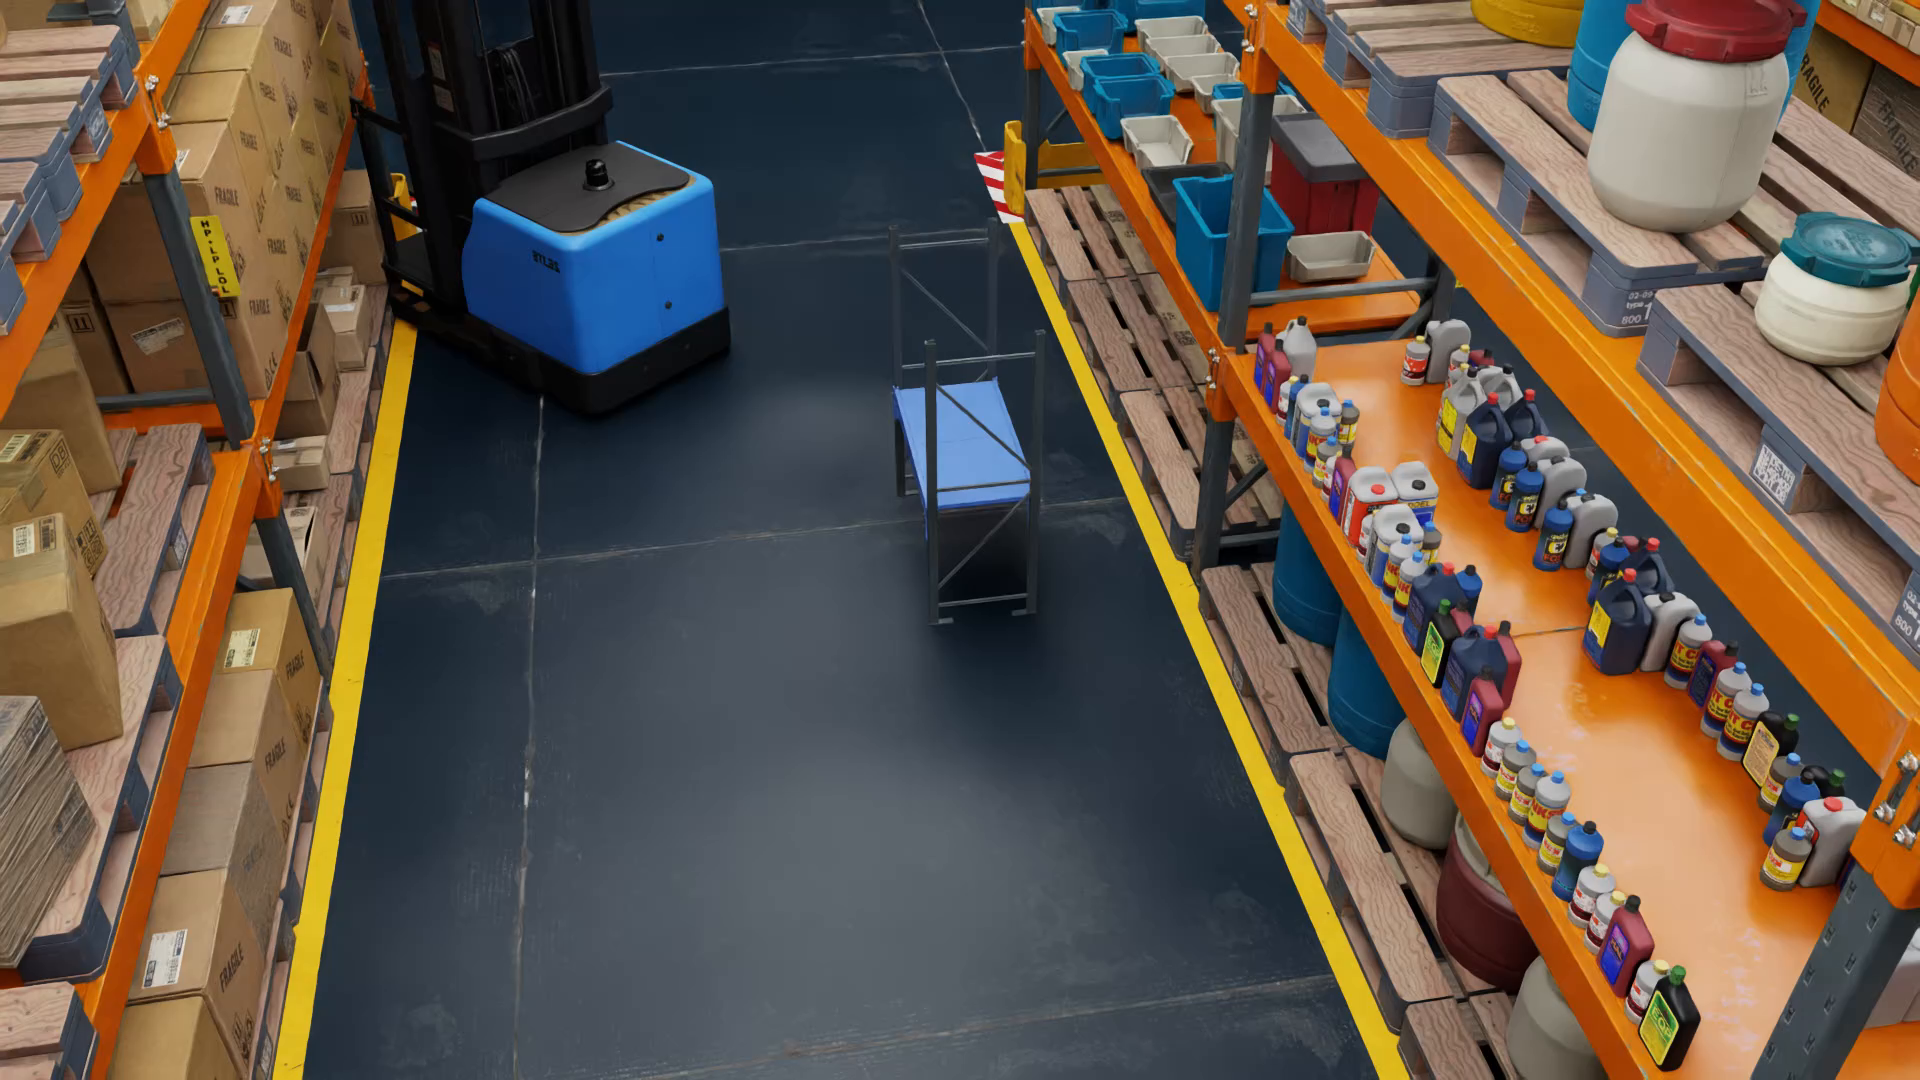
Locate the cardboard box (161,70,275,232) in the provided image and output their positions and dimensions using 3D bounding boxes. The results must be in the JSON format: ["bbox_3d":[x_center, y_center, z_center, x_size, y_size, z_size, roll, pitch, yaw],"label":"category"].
[{"bbox_3d":[-3.170,-1.579,6.841,0.500,0.500,0.500,-7,38,-9],"label":"cardboard box"}]

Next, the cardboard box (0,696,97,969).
[{"bbox_3d":[-2.766,0.751,4.314,0.700,0.500,0.500,0,38,1],"label":"cardboard box"}]

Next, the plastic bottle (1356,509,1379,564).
[{"bbox_3d":[1.466,-0.017,5.889,0.097,0.201,0.097,0,38,0],"label":"plastic bottle"}]

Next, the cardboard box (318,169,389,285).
[{"bbox_3d":[-3.637,-1.819,9.725,0.500,0.500,0.500,-6,38,-8],"label":"cardboard box"}]

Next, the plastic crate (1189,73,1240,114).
[{"bbox_3d":[1.403,-2.392,8.950,0.298,0.136,0.250,-6,38,-8],"label":"plastic crate"}]

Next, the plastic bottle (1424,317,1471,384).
[{"bbox_3d":[1.991,-0.796,6.831,0.152,0.276,0.135,-6,38,-8],"label":"plastic bottle"}]

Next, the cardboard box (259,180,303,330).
[{"bbox_3d":[-3.187,-1.204,7.173,0.500,0.500,0.500,-6,38,-7],"label":"cardboard box"}]

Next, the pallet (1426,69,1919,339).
[{"bbox_3d":[2.039,-1.011,4.715,1.003,0.211,1.213,-6,38,-8],"label":"pallet"}]

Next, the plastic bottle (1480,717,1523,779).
[{"bbox_3d":[1.652,0.625,5.063,0.097,0.201,0.097,0,38,0],"label":"plastic bottle"}]

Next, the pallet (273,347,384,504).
[{"bbox_3d":[-3.610,-0.570,8.712,1.003,0.211,1.213,-6,38,-8],"label":"pallet"}]

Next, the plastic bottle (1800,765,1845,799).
[{"bbox_3d":[2.488,0.752,4.832,0.061,0.283,0.133,-6,38,-8],"label":"plastic bottle"}]

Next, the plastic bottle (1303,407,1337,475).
[{"bbox_3d":[1.368,-0.383,6.303,0.097,0.271,0.097,0,38,0],"label":"plastic bottle"}]

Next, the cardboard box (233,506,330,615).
[{"bbox_3d":[-3.134,0.093,7.418,0.500,0.311,0.500,-6,38,-8],"label":"cardboard box"}]

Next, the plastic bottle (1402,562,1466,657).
[{"bbox_3d":[1.571,0.205,5.481,0.144,0.351,0.185,-6,38,-8],"label":"plastic bottle"}]

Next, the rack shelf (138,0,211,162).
[{"bbox_3d":[-3.624,-2.627,7.227,1.077,0.370,4.000,-6,38,-8],"label":"rack shelf"}]

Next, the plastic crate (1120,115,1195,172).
[{"bbox_3d":[1.003,-1.988,8.429,0.293,0.136,0.466,-6,38,-8],"label":"plastic crate"}]

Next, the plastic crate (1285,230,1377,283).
[{"bbox_3d":[1.663,-1.265,7.499,0.396,0.136,0.243,-6,38,-8],"label":"plastic crate"}]

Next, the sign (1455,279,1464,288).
[{"bbox_3d":[2.146,-1.216,7.045,0.100,0.325,0.005,-6,38,-8],"label":"sign"}]

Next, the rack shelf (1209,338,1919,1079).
[{"bbox_3d":[1.955,0.443,5.721,1.077,0.370,4.000,-6,38,-8],"label":"rack shelf"}]

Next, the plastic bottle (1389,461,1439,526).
[{"bbox_3d":[1.622,-0.136,5.981,0.152,0.276,0.135,-6,38,-8],"label":"plastic bottle"}]

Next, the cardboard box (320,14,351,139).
[{"bbox_3d":[-3.534,-2.419,8.738,0.500,0.500,0.500,-6,38,-8],"label":"cardboard box"}]

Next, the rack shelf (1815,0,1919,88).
[{"bbox_3d":[6.130,-2.505,9.516,1.077,0.370,4.000,-6,38,-8],"label":"rack shelf"}]

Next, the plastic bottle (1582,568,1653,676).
[{"bbox_3d":[2.154,0.254,5.418,0.144,0.351,0.185,-6,38,-8],"label":"plastic bottle"}]

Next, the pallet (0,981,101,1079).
[{"bbox_3d":[-2.760,1.572,3.838,1.213,0.211,1.003,-6,38,-8],"label":"pallet"}]

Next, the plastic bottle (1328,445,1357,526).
[{"bbox_3d":[1.404,-0.199,6.056,0.061,0.283,0.133,-6,38,-8],"label":"plastic bottle"}]

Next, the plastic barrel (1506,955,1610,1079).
[{"bbox_3d":[2.016,1.559,5.384,0.421,0.512,0.421,0,38,0],"label":"plastic barrel"}]

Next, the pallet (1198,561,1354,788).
[{"bbox_3d":[1.698,0.523,7.305,1.003,0.211,1.213,-6,38,-8],"label":"pallet"}]

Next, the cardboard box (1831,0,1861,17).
[{"bbox_3d":[5.608,-3.339,10.207,0.380,0.149,0.250,-7,38,-9],"label":"cardboard box"}]

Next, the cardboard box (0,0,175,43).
[{"bbox_3d":[-3.115,-1.964,5.910,0.500,0.250,0.500,-6,38,-8],"label":"cardboard box"}]

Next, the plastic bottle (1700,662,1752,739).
[{"bbox_3d":[2.392,0.491,5.178,0.097,0.271,0.097,0,38,0],"label":"plastic bottle"}]

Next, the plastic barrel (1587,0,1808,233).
[{"bbox_3d":[1.846,-1.091,4.212,0.433,0.535,0.433,0,38,0],"label":"plastic barrel"}]

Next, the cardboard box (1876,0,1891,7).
[{"bbox_3d":[5.695,-3.423,9.991,0.500,0.250,0.500,-7,38,-9],"label":"cardboard box"}]

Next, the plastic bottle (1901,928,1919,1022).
[{"bbox_3d":[2.548,1.120,4.364,0.152,0.276,0.135,-6,38,-8],"label":"plastic bottle"}]

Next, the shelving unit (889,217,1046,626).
[{"bbox_3d":[0.015,-0.541,7.623,0.538,1.500,1.048,-6,38,-8],"label":"shelving unit"}]

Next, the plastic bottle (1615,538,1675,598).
[{"bbox_3d":[2.280,0.156,5.544,0.144,0.351,0.185,-6,38,-8],"label":"plastic bottle"}]

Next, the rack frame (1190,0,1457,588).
[{"bbox_3d":[1.604,-1.049,7.055,1.000,3.000,0.127,-6,38,-8],"label":"rack frame"}]

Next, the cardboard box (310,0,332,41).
[{"bbox_3d":[-3.537,-2.824,8.444,0.500,0.500,0.500,-5,38,-7],"label":"cardboard box"}]

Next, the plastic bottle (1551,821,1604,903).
[{"bbox_3d":[1.737,0.891,4.663,0.097,0.271,0.097,0,38,0],"label":"plastic bottle"}]

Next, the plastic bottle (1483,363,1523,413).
[{"bbox_3d":[2.087,-0.509,6.401,0.144,0.351,0.185,-6,38,-8],"label":"plastic bottle"}]

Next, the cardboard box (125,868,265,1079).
[{"bbox_3d":[-2.647,1.472,5.489,0.500,0.500,0.500,-7,38,-9],"label":"cardboard box"}]

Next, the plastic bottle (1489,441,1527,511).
[{"bbox_3d":[2.024,-0.245,6.125,0.097,0.271,0.097,0,38,0],"label":"plastic bottle"}]

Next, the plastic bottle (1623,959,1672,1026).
[{"bbox_3d":[1.812,1.176,4.354,0.097,0.201,0.097,0,38,0],"label":"plastic bottle"}]

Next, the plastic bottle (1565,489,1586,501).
[{"bbox_3d":[2.215,-0.093,5.987,0.097,0.201,0.097,0,38,0],"label":"plastic bottle"}]

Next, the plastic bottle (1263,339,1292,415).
[{"bbox_3d":[1.272,-0.655,6.643,0.061,0.283,0.133,-6,38,-8],"label":"plastic bottle"}]

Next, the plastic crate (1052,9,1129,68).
[{"bbox_3d":[0.737,-2.840,9.448,0.416,0.233,0.300,-6,38,-8],"label":"plastic crate"}]

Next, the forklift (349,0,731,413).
[{"bbox_3d":[-2.754,-2.603,9.111,3.031,2.935,1.130,28,46,31],"label":"forklift"}]

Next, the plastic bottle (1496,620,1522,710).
[{"bbox_3d":[1.723,0.397,5.288,0.061,0.283,0.133,-6,38,-8],"label":"plastic bottle"}]

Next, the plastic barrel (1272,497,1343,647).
[{"bbox_3d":[1.683,-0.055,7.144,0.600,0.901,0.708,-6,38,-8],"label":"plastic barrel"}]

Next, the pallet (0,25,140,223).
[{"bbox_3d":[-3.228,-1.227,4.993,1.213,0.211,1.003,-6,38,-8],"label":"pallet"}]
